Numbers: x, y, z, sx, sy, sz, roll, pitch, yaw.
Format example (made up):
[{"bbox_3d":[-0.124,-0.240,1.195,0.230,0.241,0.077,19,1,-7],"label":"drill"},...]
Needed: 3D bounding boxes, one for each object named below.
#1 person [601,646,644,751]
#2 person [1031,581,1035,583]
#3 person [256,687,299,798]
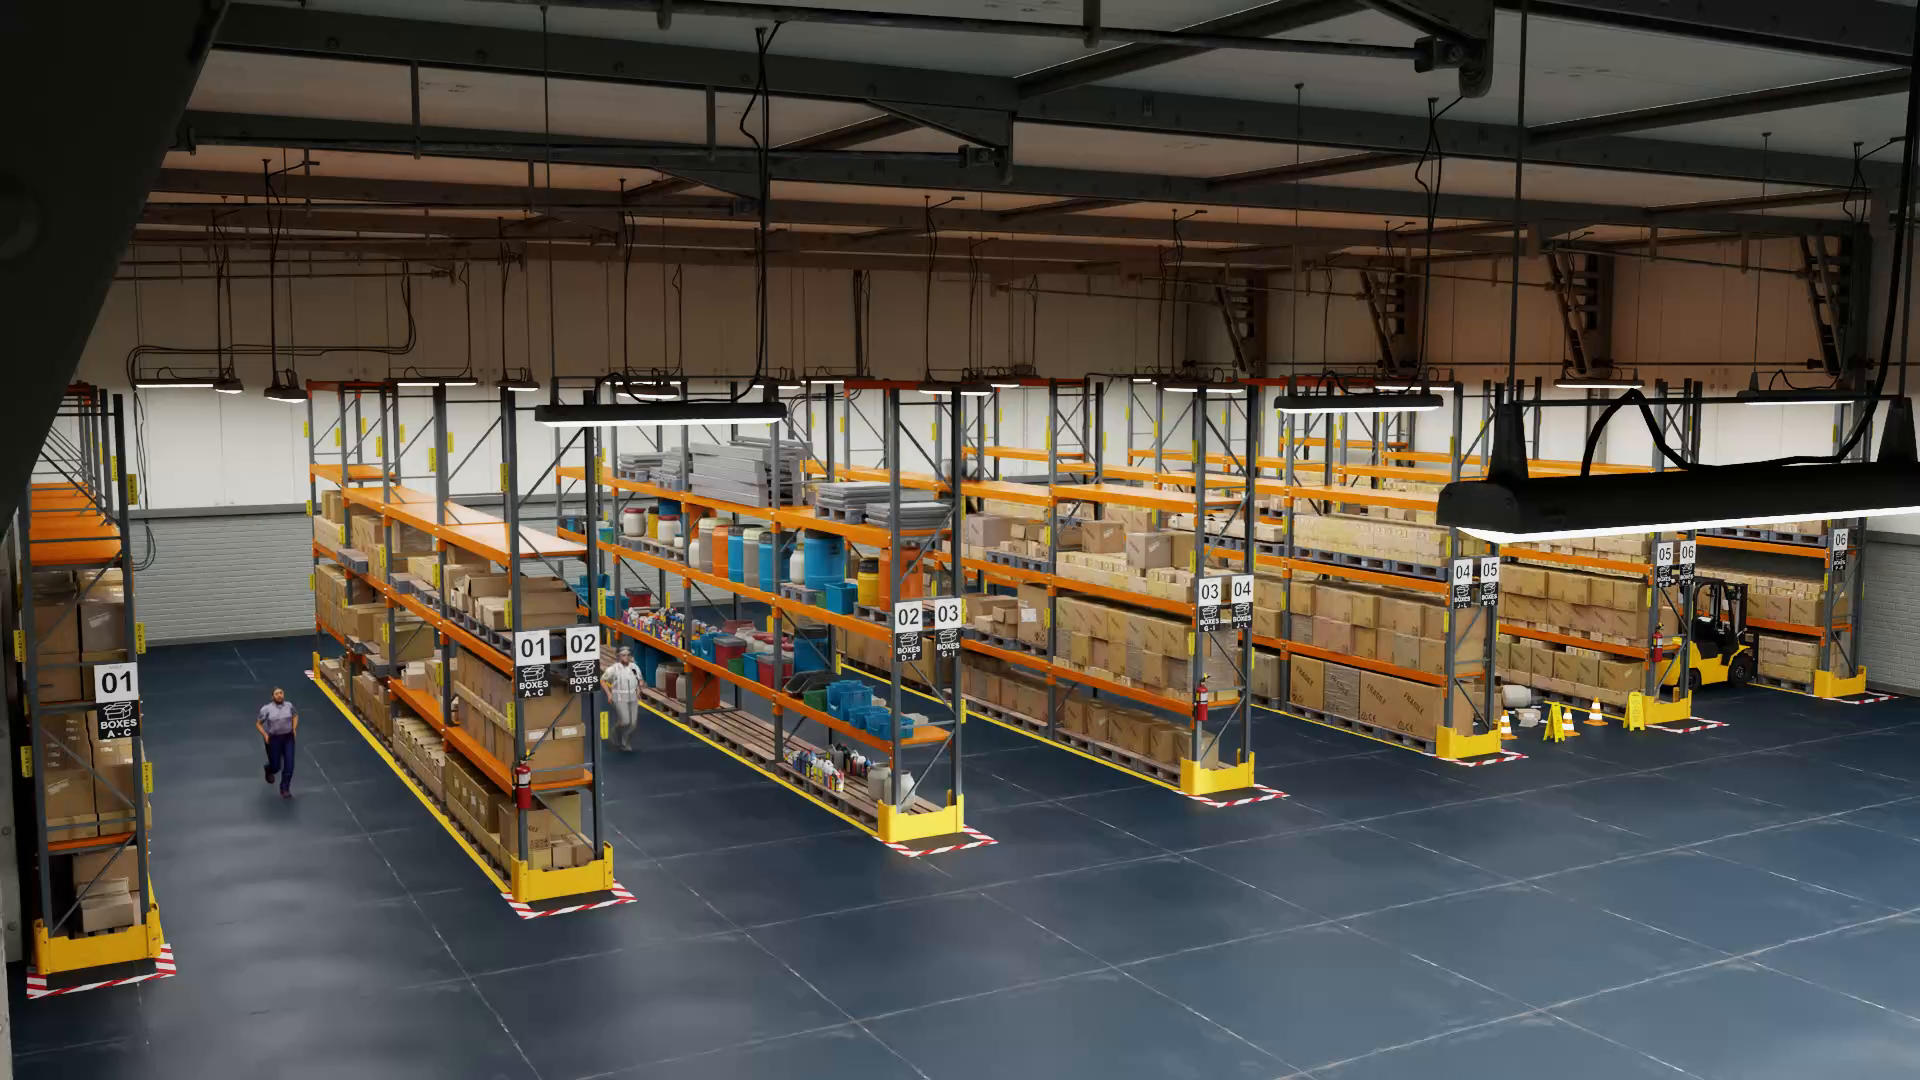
[{"bbox_3d":[-5.425,2.589,27.053,0.664,1.734,0.590,-4,7,-35],"label":"person"},{"bbox_3d":[1.654,1.545,34.693,0.605,1.683,0.528,-4,7,-35],"label":"person"},{"bbox_3d":[-10.005,2.948,24.439,0.612,1.616,0.666,-5,8,-37],"label":"person"}]
